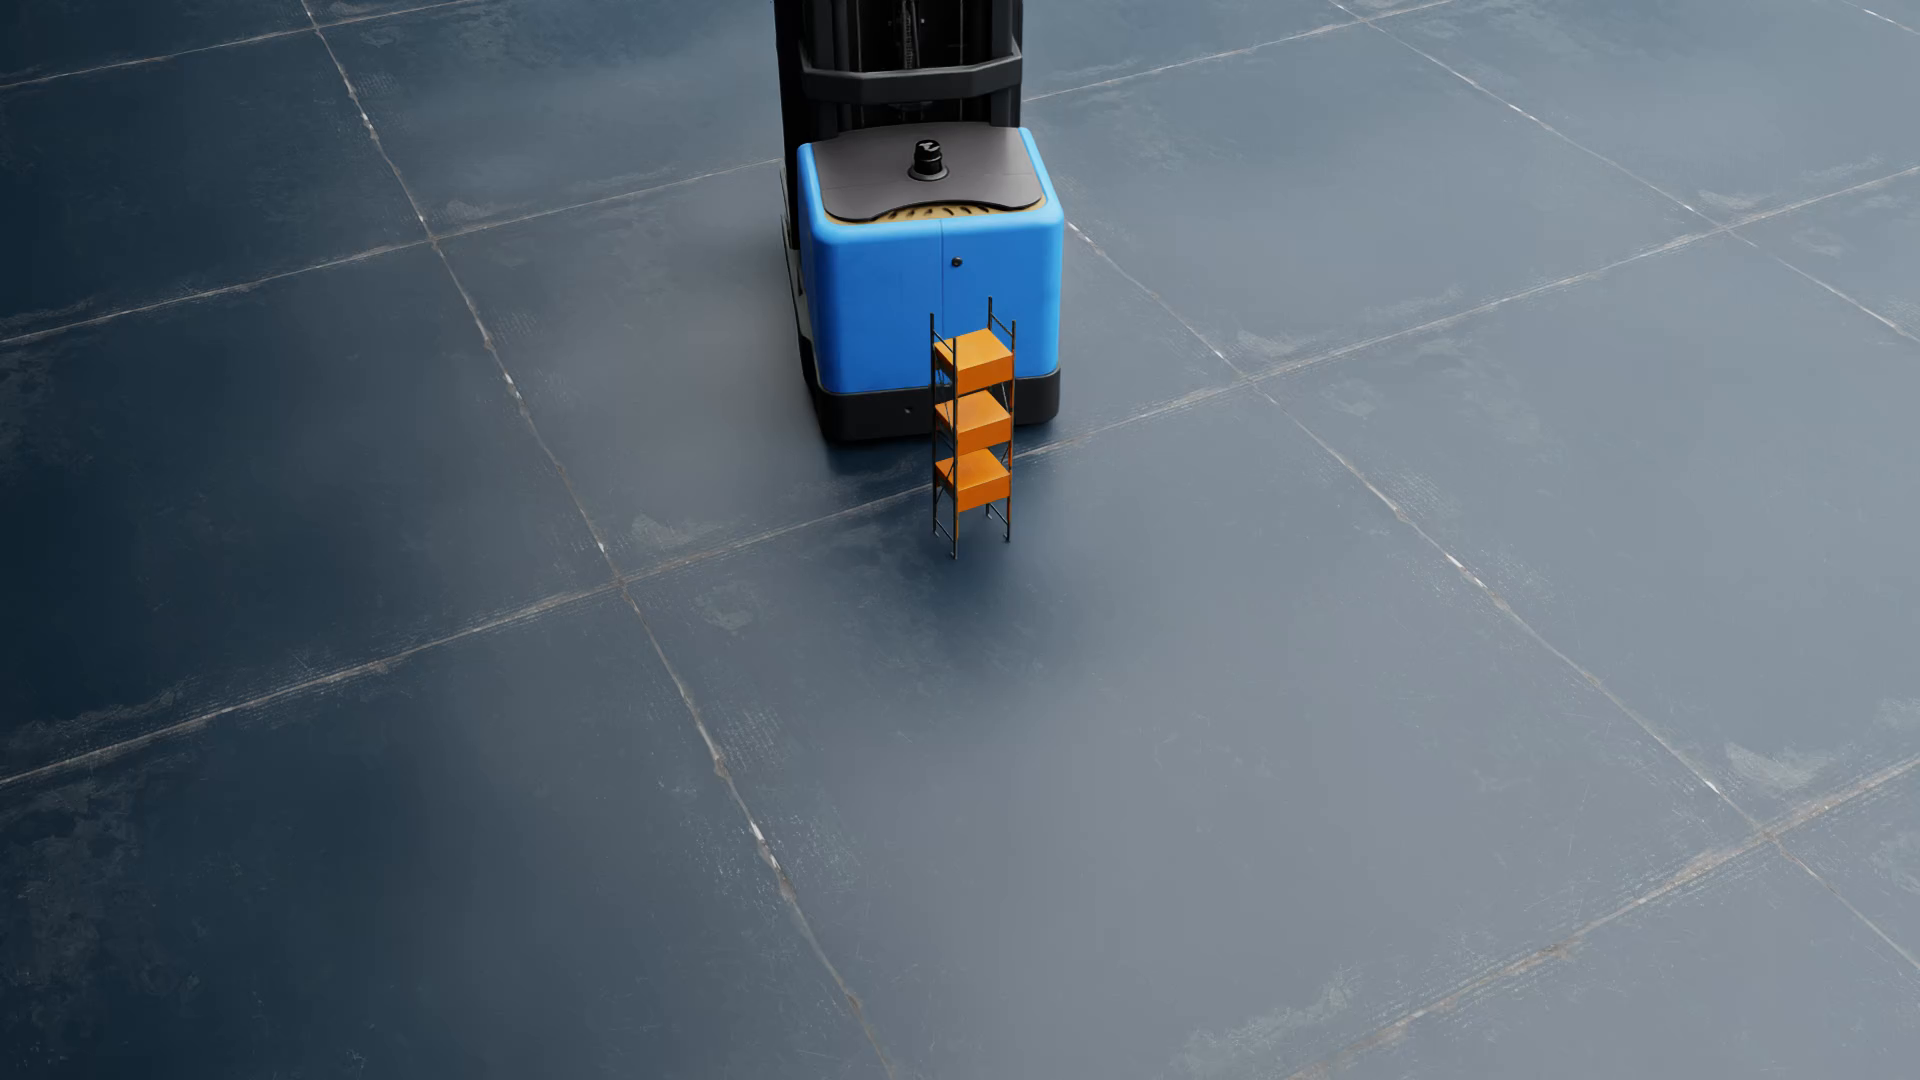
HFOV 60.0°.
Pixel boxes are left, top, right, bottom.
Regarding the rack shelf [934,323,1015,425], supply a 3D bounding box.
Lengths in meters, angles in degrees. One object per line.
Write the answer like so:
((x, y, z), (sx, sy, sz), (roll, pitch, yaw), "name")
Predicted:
((0.047, -0.625, 6.253), (0.240, 0.259, 0.215), (-19, 44, -21), "rack shelf")

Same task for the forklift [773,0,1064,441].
((-0.306, -2.497, 7.432), (1.130, 2.935, 3.031), (-6, 41, -7), "forklift")

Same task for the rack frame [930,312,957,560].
((-0.061, -0.380, 6.387), (0.008, 1.050, 0.200), (-19, 44, -21), "rack frame")

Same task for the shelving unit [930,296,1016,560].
((0.047, -0.417, 6.430), (0.252, 1.050, 0.215), (-19, 44, -21), "shelving unit")

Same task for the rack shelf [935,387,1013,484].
((0.047, -0.409, 6.437), (0.240, 0.259, 0.215), (-19, 44, -21), "rack shelf")

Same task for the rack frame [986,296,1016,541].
((0.156, -0.453, 6.473), (0.008, 1.050, 0.200), (-19, 44, -21), "rack frame")

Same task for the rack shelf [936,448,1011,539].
((0.047, -0.196, 6.616), (0.240, 0.259, 0.215), (-19, 44, -21), "rack shelf")
